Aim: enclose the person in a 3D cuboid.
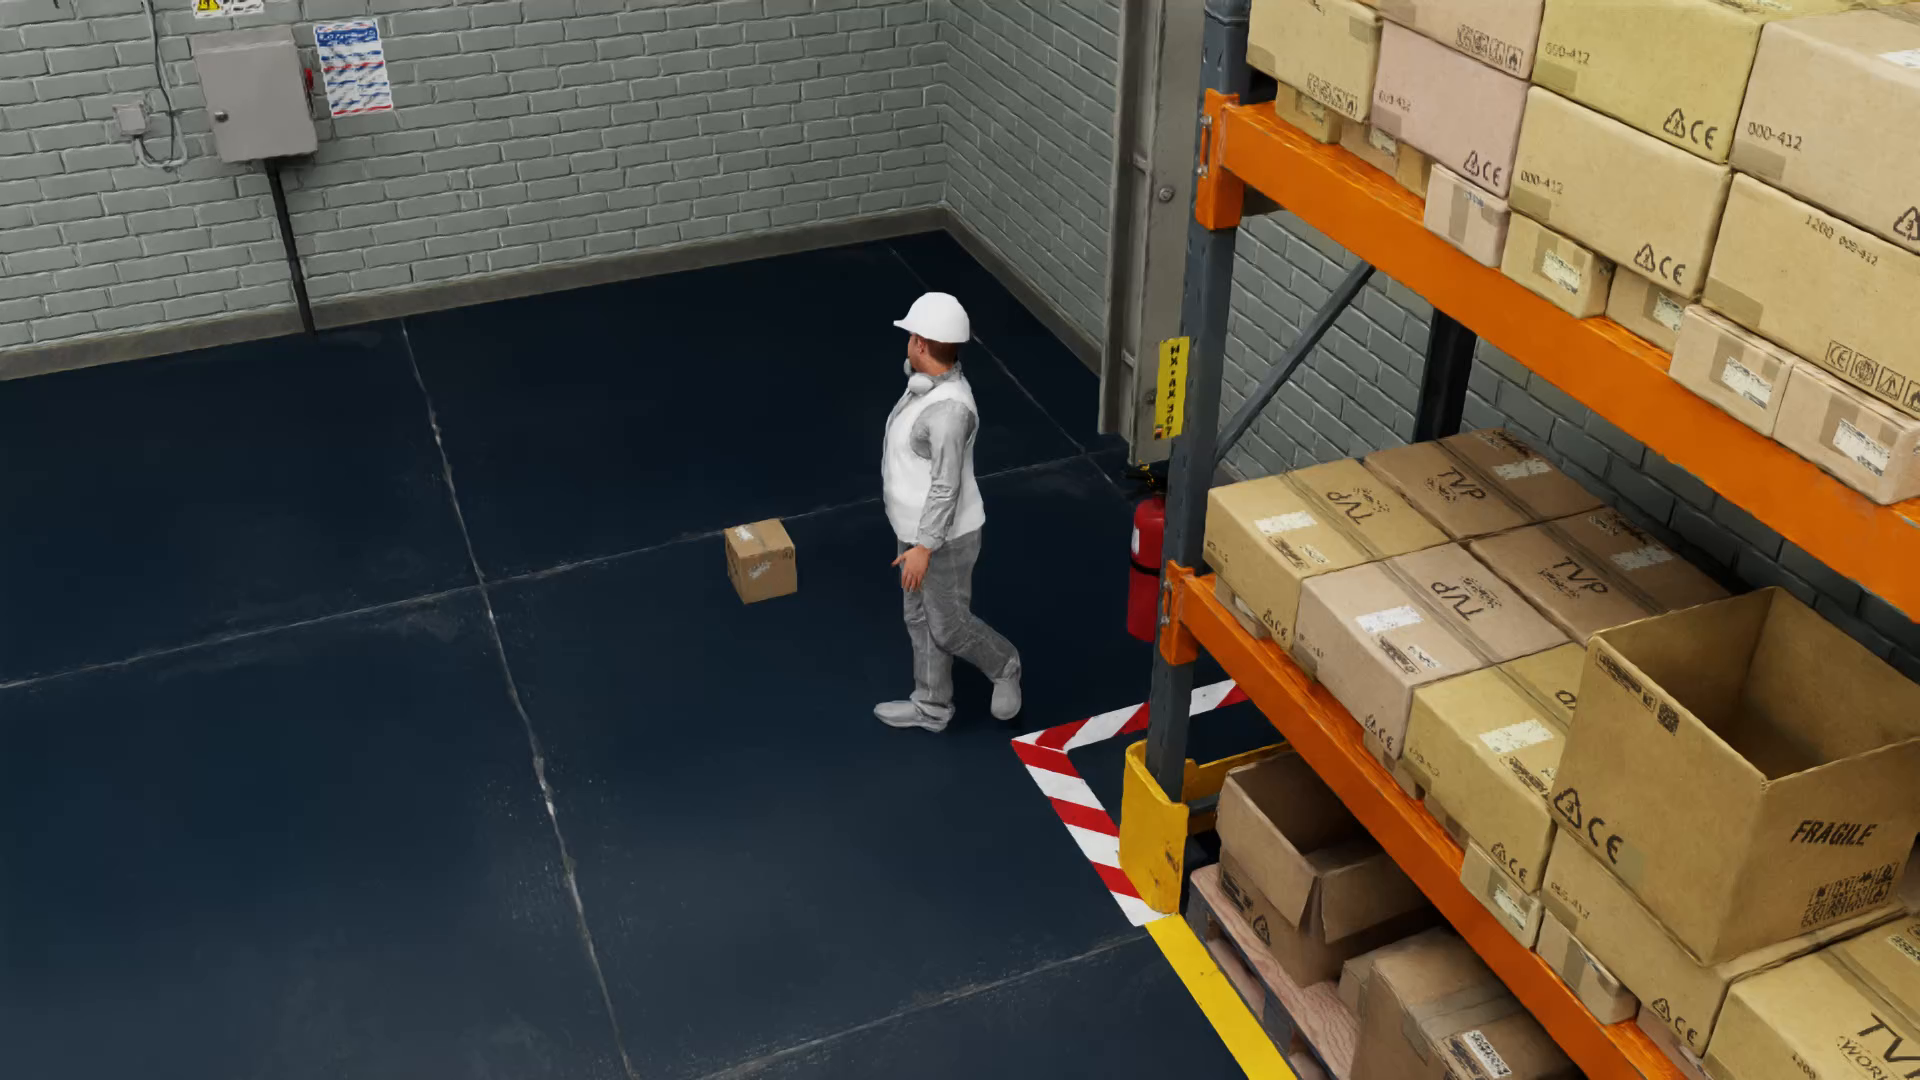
[{"bbox_3d":[-0.059,-0.078,6.261,0.614,1.744,0.575,-9,34,-14],"label":"person"}]
